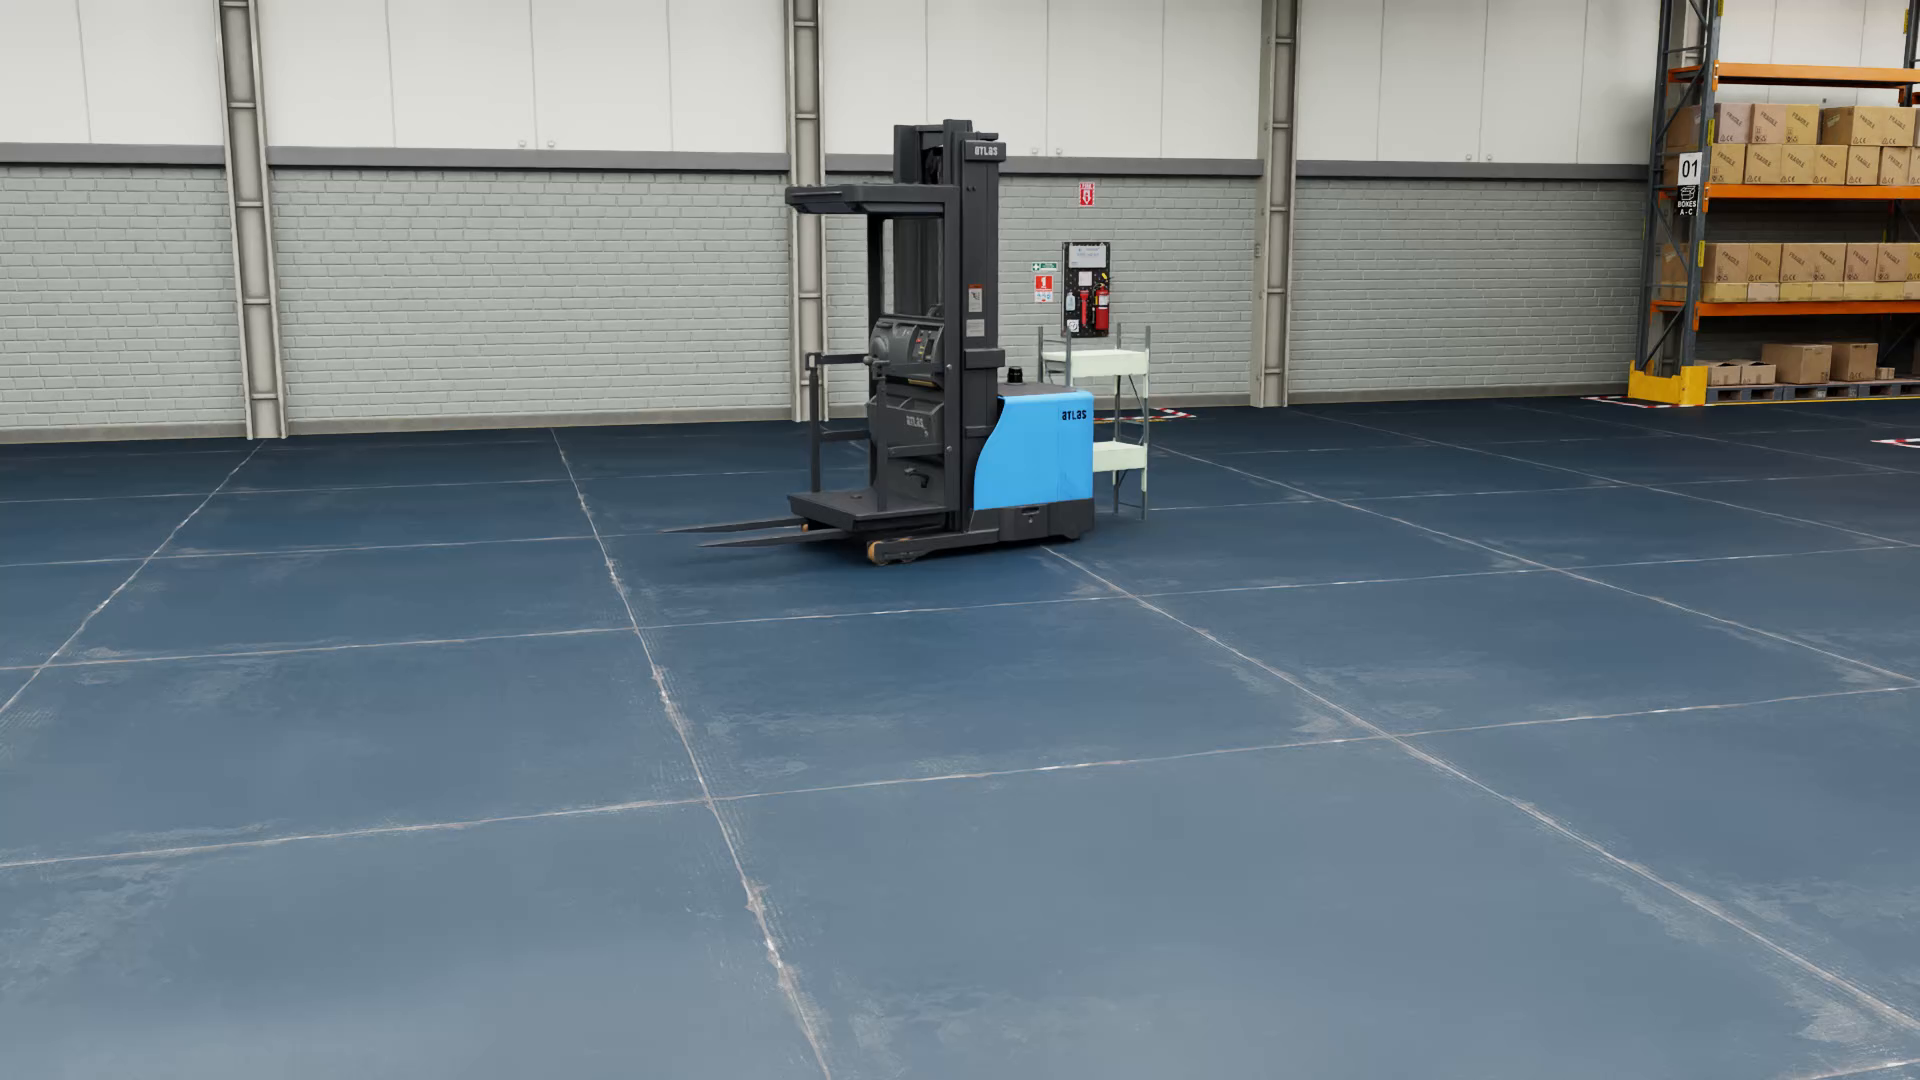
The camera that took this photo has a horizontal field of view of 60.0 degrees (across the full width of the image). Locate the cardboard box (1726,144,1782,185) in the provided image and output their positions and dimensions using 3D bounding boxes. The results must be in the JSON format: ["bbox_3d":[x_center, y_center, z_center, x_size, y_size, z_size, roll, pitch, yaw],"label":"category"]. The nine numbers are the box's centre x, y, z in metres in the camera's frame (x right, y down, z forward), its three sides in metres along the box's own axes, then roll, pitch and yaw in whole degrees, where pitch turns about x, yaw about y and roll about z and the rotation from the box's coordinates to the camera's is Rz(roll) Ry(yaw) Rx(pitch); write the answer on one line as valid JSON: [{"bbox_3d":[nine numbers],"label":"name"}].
[{"bbox_3d":[10.222,-4.851,21.498,0.500,0.500,0.500,-2,11,-12],"label":"cardboard box"}]

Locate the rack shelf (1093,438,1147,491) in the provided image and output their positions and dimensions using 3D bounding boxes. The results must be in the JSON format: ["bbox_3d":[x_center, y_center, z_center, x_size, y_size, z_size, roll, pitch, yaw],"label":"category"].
[{"bbox_3d":[1.013,-0.553,12.708,0.720,0.370,0.431,-6,12,-31],"label":"rack shelf"}]

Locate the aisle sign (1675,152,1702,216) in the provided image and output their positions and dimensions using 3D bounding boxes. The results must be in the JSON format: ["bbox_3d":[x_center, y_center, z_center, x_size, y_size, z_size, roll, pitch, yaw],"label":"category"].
[{"bbox_3d":[9.320,-4.546,21.273,0.004,0.787,0.394,-3,11,-16],"label":"aisle sign"}]

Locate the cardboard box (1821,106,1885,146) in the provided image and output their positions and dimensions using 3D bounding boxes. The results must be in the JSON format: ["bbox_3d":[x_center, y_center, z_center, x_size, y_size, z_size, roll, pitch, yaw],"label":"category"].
[{"bbox_3d":[11.719,-5.421,21.830,0.500,0.500,0.500,-3,11,-18],"label":"cardboard box"}]

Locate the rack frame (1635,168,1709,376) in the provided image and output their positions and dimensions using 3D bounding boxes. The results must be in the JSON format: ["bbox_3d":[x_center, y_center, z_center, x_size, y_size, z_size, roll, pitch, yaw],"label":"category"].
[{"bbox_3d":[9.306,-3.323,21.811,0.127,3.000,1.000,-3,11,-16],"label":"rack frame"}]

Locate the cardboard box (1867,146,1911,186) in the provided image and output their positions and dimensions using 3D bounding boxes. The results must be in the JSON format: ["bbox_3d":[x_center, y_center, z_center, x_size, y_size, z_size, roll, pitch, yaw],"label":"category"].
[{"bbox_3d":[12.241,-4.968,22.129,0.500,0.500,0.500,-4,11,-21],"label":"cardboard box"}]

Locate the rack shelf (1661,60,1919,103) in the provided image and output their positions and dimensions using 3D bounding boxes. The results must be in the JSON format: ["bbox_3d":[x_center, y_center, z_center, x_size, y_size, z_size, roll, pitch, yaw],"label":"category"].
[{"bbox_3d":[11.226,-6.019,21.883,4.000,0.370,1.077,-3,11,-16],"label":"rack shelf"}]

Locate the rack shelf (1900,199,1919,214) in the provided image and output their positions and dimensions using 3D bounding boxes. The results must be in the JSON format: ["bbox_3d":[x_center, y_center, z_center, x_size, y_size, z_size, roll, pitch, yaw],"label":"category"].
[{"bbox_3d":[15.066,-4.748,23.254,4.000,0.370,1.077,-3,11,-16],"label":"rack shelf"}]

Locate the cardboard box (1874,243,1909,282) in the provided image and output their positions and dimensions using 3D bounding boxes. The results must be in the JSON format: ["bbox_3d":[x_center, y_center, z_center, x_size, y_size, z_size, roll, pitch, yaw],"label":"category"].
[{"bbox_3d":[12.301,-3.726,22.290,0.500,0.500,0.500,-3,11,-16],"label":"cardboard box"}]

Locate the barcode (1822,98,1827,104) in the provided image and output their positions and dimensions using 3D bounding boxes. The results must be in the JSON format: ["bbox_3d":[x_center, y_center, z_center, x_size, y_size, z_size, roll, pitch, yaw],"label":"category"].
[{"bbox_3d":[11.691,-5.939,22.491,0.075,0.075,0.001,-3,11,-16],"label":"barcode"}]

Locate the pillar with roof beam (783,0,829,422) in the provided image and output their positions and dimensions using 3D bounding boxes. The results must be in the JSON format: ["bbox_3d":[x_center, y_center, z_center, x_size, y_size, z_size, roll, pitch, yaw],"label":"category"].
[{"bbox_3d":[-0.583,-5.103,14.913,0.400,9.000,9.100,-3,11,-16],"label":"pillar with roof beam"}]

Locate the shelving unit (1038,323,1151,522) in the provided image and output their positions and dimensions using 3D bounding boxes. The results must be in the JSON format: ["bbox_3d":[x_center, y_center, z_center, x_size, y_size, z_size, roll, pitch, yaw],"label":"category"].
[{"bbox_3d":[1.013,-0.874,12.649,0.755,1.500,0.431,-6,12,-31],"label":"shelving unit"}]

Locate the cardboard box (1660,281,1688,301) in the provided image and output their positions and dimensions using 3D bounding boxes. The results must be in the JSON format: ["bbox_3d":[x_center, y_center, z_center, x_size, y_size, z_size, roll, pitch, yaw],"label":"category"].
[{"bbox_3d":[9.700,-3.316,22.134,0.500,0.250,0.500,-3,11,-15],"label":"cardboard box"}]

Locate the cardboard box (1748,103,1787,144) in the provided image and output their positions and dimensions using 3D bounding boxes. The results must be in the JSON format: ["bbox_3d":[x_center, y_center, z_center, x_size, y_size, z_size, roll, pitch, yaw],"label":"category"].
[{"bbox_3d":[10.239,-5.343,21.405,0.500,0.500,0.500,-3,11,-17],"label":"cardboard box"}]

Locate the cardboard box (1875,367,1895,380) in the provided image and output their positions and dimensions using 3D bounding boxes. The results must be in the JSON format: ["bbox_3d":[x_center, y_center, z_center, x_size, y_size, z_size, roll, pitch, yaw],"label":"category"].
[{"bbox_3d":[12.641,-2.316,22.952,0.250,0.166,0.380,-5,11,-23],"label":"cardboard box"}]

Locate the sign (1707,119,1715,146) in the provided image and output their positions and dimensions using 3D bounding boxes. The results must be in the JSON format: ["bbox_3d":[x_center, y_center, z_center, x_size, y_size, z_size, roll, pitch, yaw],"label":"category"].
[{"bbox_3d":[9.457,-5.134,20.948,0.005,0.325,0.100,-3,11,-16],"label":"sign"}]

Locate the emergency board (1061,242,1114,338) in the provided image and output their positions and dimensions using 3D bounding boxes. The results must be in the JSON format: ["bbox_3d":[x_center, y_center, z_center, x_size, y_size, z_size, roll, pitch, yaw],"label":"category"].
[{"bbox_3d":[1.592,-3.087,20.528,0.643,1.169,0.194,-3,11,-16],"label":"emergency board"}]

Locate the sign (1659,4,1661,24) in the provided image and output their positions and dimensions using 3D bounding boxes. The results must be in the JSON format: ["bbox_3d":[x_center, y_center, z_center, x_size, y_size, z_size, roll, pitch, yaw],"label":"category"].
[{"bbox_3d":[9.170,-6.908,21.699,0.005,0.325,0.100,-3,11,-16],"label":"sign"}]

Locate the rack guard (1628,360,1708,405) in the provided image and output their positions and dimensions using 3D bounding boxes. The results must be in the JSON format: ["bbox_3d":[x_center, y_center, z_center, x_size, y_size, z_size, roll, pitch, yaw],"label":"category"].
[{"bbox_3d":[9.378,-2.097,22.058,0.348,0.500,1.175,-3,11,-16],"label":"rack guard"}]

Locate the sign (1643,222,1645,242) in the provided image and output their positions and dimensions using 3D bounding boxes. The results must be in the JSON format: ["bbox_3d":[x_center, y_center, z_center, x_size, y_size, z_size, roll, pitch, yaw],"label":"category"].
[{"bbox_3d":[9.170,-4.145,22.207,0.005,0.325,0.100,-3,11,-16],"label":"sign"}]

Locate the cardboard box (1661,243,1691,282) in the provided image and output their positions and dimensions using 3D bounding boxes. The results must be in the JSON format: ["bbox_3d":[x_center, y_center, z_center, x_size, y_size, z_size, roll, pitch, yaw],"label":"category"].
[{"bbox_3d":[9.699,-3.688,22.085,0.500,0.500,0.500,-3,11,-17],"label":"cardboard box"}]

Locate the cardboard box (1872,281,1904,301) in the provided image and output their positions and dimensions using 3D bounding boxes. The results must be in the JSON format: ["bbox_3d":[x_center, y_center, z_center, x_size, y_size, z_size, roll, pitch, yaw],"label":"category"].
[{"bbox_3d":[12.295,-3.361,22.377,0.500,0.250,0.500,-3,11,-16],"label":"cardboard box"}]

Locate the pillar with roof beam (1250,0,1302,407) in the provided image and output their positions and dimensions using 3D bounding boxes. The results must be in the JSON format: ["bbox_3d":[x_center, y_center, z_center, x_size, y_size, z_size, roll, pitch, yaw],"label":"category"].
[{"bbox_3d":[5.178,-5.407,16.563,0.400,9.000,9.100,-3,11,-16],"label":"pillar with roof beam"}]

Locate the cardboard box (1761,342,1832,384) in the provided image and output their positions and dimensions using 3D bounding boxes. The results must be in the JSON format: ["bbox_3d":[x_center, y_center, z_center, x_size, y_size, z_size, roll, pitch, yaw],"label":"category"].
[{"bbox_3d":[11.261,-2.386,22.414,0.500,0.500,0.700,-4,11,-20],"label":"cardboard box"}]

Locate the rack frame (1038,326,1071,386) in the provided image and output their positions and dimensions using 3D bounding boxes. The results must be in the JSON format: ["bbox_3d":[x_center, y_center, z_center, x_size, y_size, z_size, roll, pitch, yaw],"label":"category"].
[{"bbox_3d":[0.701,-0.839,12.461,0.023,1.500,0.400,-6,12,-31],"label":"rack frame"}]

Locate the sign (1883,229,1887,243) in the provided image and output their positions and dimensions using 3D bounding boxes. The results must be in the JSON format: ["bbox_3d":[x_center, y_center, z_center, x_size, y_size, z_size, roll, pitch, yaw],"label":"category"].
[{"bbox_3d":[12.988,-4.191,23.329,0.005,0.325,0.100,-3,11,-16],"label":"sign"}]

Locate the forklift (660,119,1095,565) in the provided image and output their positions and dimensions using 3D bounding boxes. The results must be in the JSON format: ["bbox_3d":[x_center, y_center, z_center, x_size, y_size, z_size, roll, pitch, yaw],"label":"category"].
[{"bbox_3d":[-0.551,-1.380,11.448,3.031,2.935,1.130,-6,12,-31],"label":"forklift"}]

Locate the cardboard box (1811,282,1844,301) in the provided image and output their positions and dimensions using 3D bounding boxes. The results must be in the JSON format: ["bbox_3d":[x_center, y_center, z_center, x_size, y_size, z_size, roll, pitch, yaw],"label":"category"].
[{"bbox_3d":[11.334,-3.307,22.085,0.500,0.250,0.500,-3,11,-15],"label":"cardboard box"}]

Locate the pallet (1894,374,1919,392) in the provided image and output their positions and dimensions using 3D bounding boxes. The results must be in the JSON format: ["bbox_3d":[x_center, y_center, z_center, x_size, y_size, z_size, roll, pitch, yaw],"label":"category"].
[{"bbox_3d":[13.893,-2.193,23.378,1.213,0.211,1.003,-3,11,-16],"label":"pallet"}]

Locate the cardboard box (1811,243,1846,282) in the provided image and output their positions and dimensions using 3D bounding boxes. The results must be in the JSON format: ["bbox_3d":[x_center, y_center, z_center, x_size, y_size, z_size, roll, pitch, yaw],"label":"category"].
[{"bbox_3d":[11.315,-3.676,22.018,0.500,0.500,0.500,-3,11,-14],"label":"cardboard box"}]

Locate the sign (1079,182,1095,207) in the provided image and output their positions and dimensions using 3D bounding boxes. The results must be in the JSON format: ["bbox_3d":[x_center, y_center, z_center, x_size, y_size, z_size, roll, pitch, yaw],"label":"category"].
[{"bbox_3d":[1.556,-4.244,20.410,0.199,0.298,0.001,-3,11,-16],"label":"sign"}]

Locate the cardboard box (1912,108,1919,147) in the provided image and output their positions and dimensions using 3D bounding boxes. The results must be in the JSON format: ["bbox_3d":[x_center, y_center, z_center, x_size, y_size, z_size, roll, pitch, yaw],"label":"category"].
[{"bbox_3d":[12.741,-5.479,22.144,0.500,0.500,0.500,-4,11,-21],"label":"cardboard box"}]

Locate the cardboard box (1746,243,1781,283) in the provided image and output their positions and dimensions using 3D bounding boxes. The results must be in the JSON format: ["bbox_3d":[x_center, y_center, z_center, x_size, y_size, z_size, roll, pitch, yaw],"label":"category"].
[{"bbox_3d":[10.325,-3.623,21.729,0.500,0.500,0.500,-3,11,-16],"label":"cardboard box"}]

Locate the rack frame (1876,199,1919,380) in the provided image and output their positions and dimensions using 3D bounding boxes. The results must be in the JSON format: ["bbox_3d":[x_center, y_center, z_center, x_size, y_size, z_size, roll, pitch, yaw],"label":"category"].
[{"bbox_3d":[13.146,-3.525,22.911,0.127,3.000,1.000,-3,11,-16],"label":"rack frame"}]

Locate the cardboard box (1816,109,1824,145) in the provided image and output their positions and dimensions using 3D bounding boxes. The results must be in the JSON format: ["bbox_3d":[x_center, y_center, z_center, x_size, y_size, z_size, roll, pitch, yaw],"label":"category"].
[{"bbox_3d":[11.132,-5.491,22.210,0.500,0.500,0.500,-3,11,-16],"label":"cardboard box"}]

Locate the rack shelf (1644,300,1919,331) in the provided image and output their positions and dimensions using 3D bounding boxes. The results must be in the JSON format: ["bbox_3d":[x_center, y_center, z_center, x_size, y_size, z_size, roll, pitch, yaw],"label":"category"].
[{"bbox_3d":[11.226,-3.070,22.426,4.000,0.370,1.077,-3,11,-16],"label":"rack shelf"}]

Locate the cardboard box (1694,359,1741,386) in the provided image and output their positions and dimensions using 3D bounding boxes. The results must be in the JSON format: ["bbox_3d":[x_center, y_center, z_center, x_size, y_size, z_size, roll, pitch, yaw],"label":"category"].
[{"bbox_3d":[9.995,-2.236,22.120,0.500,0.311,0.500,-4,11,-22],"label":"cardboard box"}]

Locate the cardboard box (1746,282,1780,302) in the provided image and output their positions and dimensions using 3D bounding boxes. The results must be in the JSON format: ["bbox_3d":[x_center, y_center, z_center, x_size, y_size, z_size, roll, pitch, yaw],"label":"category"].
[{"bbox_3d":[10.357,-3.257,21.813,0.500,0.250,0.500,-3,11,-18],"label":"cardboard box"}]

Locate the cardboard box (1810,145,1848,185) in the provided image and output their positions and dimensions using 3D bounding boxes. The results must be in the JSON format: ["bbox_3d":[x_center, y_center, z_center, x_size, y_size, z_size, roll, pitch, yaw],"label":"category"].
[{"bbox_3d":[11.228,-4.909,21.812,0.500,0.500,0.500,-2,11,-12],"label":"cardboard box"}]

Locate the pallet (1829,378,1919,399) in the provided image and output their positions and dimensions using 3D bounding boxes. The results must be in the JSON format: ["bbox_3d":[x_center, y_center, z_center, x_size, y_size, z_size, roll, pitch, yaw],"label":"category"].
[{"bbox_3d":[12.511,-2.114,22.945,1.213,0.211,1.003,-3,11,-16],"label":"pallet"}]

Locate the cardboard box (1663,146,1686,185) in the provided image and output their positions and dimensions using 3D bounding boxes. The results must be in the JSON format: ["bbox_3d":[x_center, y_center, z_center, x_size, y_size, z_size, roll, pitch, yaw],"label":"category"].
[{"bbox_3d":[9.635,-4.922,21.882,0.500,0.500,0.500,-2,11,-12],"label":"cardboard box"}]
